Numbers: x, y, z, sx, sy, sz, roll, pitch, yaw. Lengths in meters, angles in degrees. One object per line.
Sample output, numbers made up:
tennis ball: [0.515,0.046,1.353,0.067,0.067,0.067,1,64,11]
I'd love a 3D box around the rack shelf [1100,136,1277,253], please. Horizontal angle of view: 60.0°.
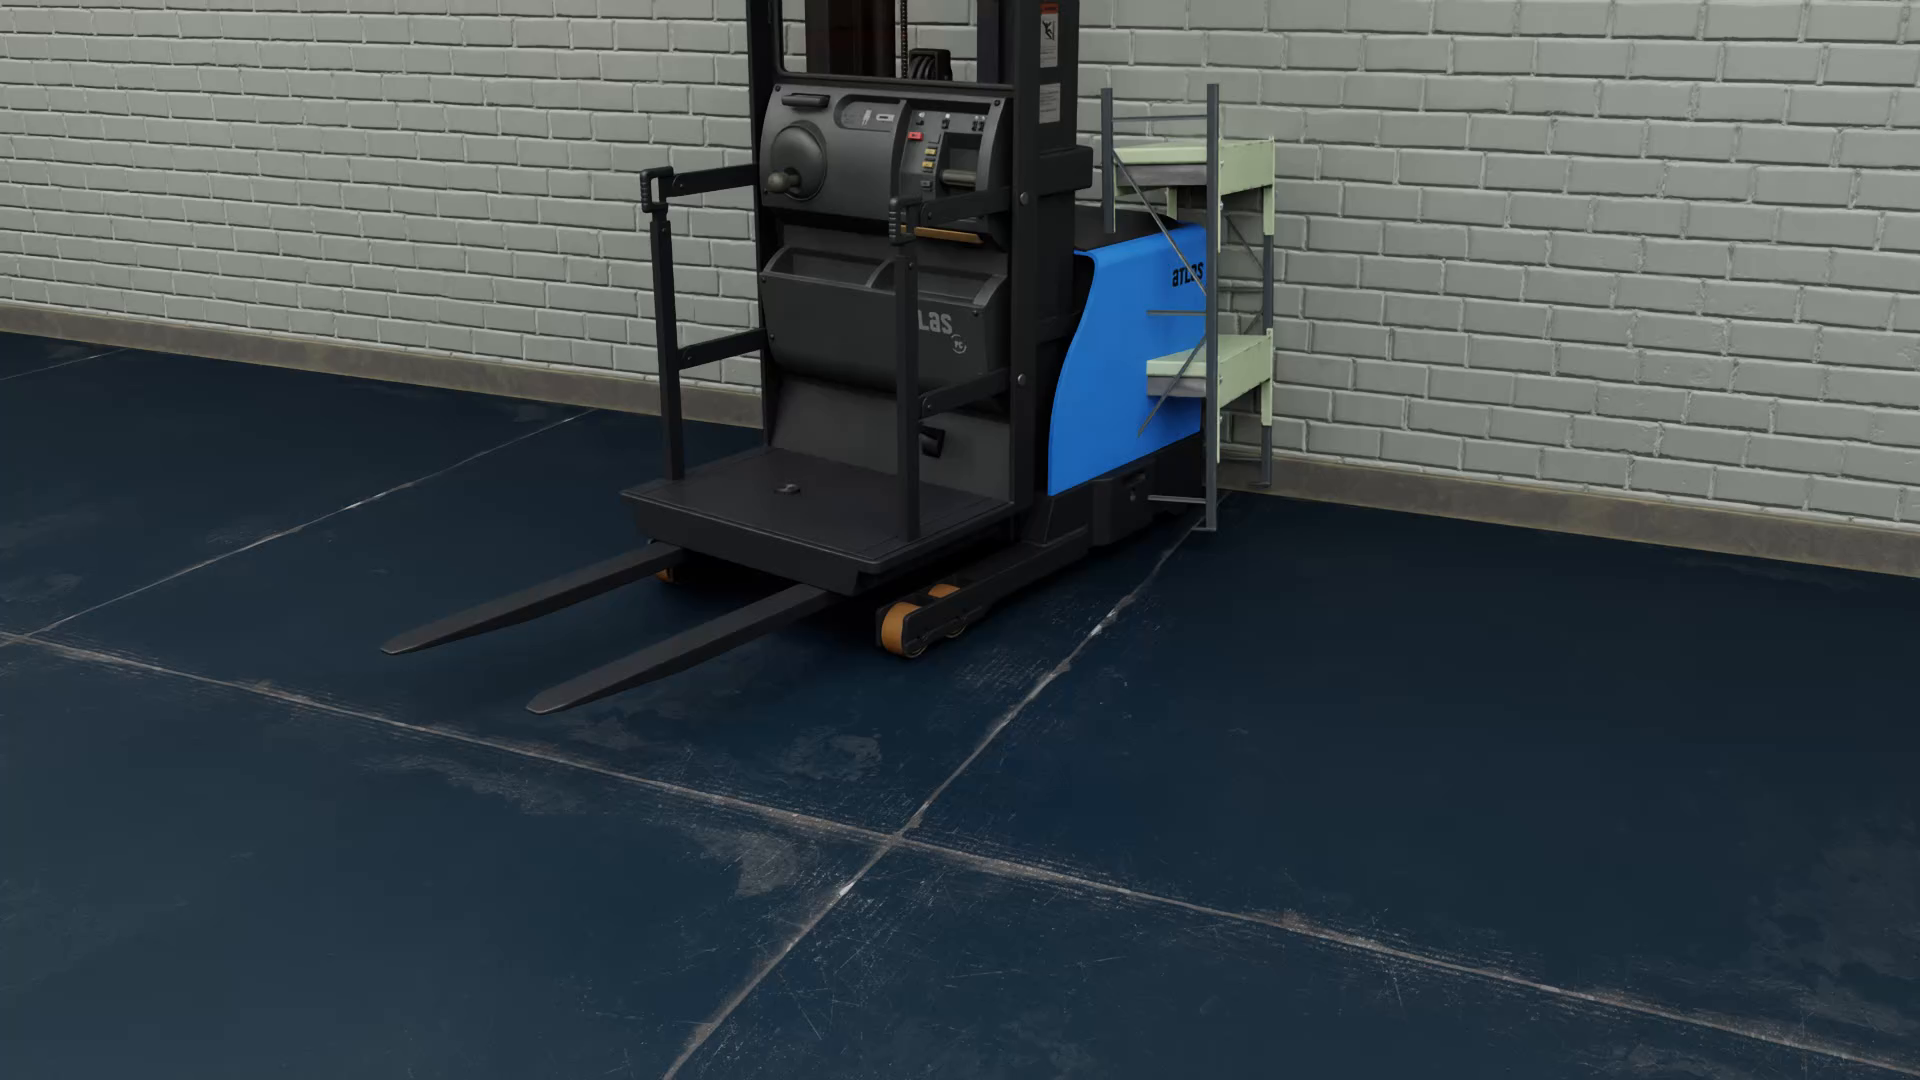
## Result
rack shelf: [0.822,-1.238,5.889,0.431,0.370,0.720,5,16,24]

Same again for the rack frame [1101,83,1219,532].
rack frame: [0.682,-0.771,5.667,0.400,1.500,0.023,5,16,24]

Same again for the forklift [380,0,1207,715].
forklift: [-0.382,-1.213,5.007,1.130,2.935,3.031,14,24,35]

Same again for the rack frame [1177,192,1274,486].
rack frame: [0.989,-0.950,6.307,0.400,1.500,0.023,5,16,24]

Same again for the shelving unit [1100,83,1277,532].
shelving unit: [0.836,-0.861,5.987,0.431,1.500,0.755,5,16,24]

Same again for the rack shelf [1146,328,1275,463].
rack shelf: [0.847,-0.545,6.070,0.431,0.370,0.720,5,16,24]
